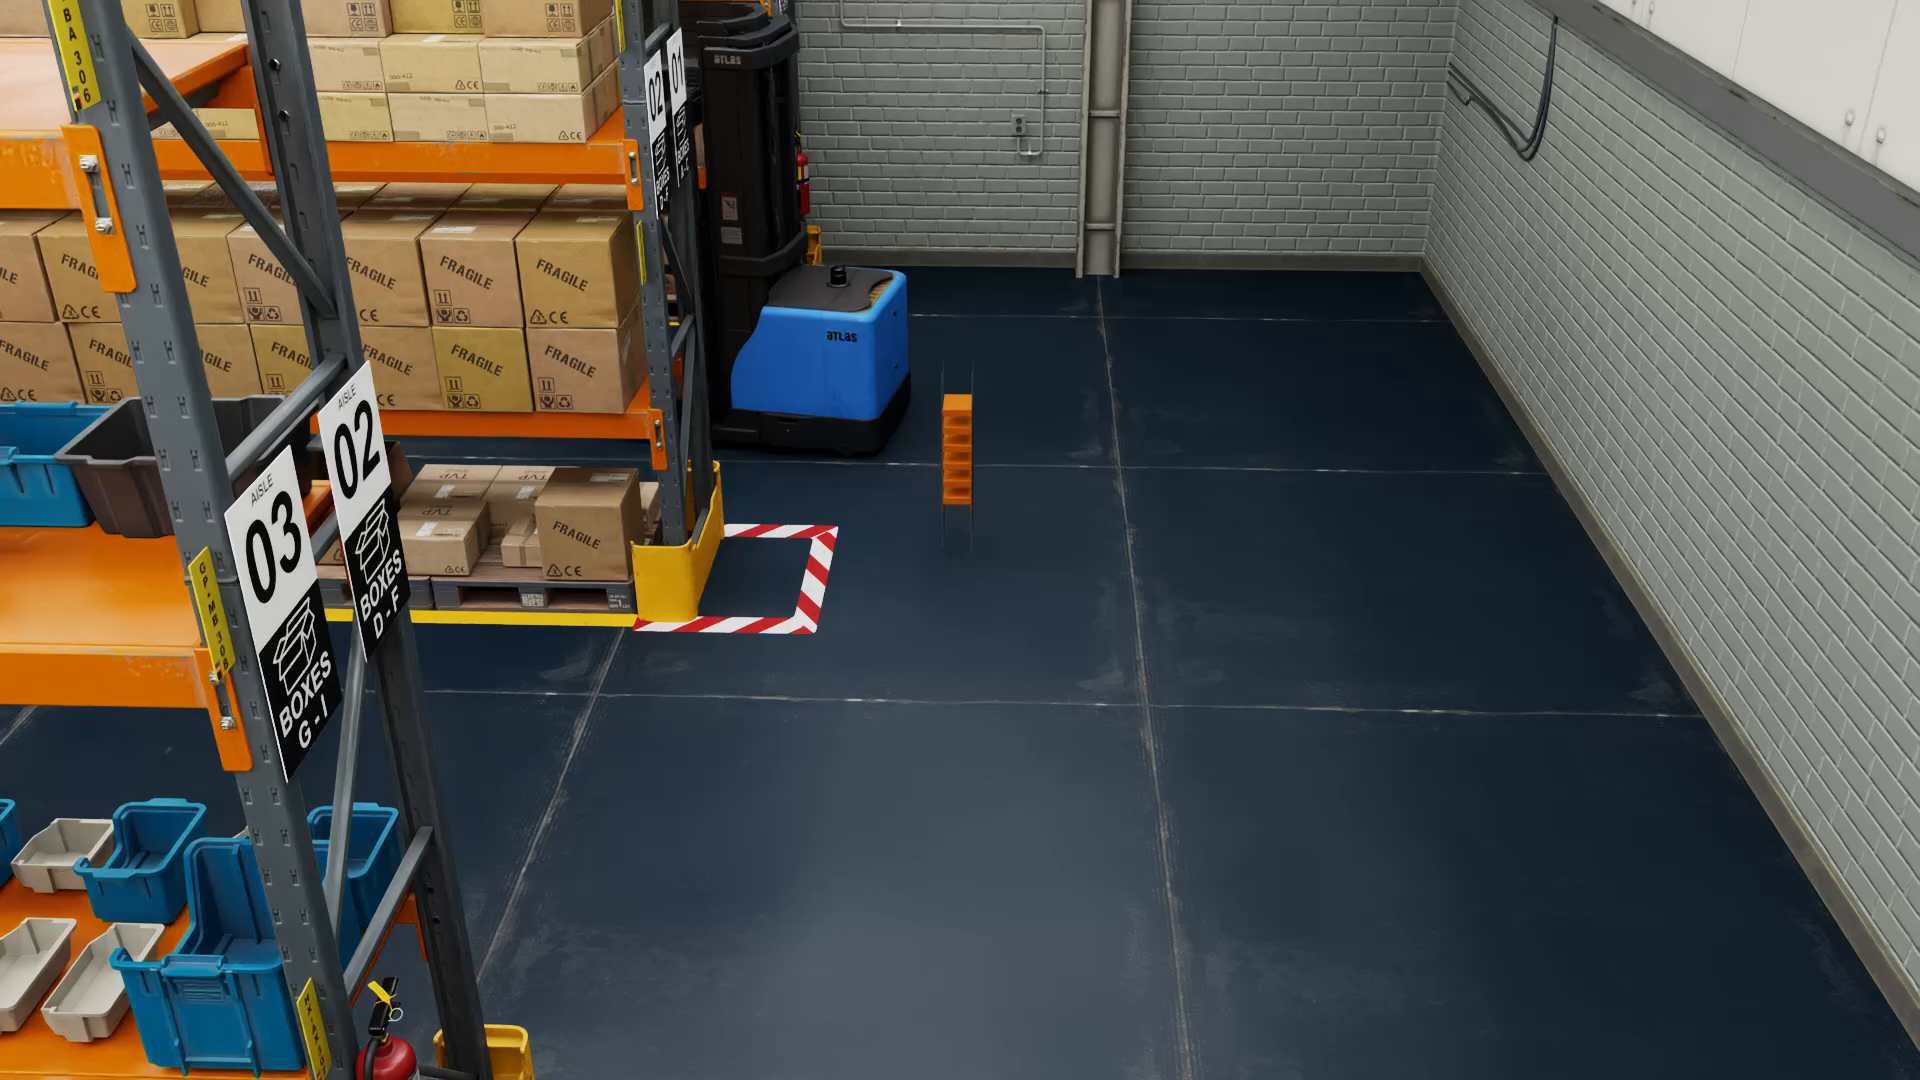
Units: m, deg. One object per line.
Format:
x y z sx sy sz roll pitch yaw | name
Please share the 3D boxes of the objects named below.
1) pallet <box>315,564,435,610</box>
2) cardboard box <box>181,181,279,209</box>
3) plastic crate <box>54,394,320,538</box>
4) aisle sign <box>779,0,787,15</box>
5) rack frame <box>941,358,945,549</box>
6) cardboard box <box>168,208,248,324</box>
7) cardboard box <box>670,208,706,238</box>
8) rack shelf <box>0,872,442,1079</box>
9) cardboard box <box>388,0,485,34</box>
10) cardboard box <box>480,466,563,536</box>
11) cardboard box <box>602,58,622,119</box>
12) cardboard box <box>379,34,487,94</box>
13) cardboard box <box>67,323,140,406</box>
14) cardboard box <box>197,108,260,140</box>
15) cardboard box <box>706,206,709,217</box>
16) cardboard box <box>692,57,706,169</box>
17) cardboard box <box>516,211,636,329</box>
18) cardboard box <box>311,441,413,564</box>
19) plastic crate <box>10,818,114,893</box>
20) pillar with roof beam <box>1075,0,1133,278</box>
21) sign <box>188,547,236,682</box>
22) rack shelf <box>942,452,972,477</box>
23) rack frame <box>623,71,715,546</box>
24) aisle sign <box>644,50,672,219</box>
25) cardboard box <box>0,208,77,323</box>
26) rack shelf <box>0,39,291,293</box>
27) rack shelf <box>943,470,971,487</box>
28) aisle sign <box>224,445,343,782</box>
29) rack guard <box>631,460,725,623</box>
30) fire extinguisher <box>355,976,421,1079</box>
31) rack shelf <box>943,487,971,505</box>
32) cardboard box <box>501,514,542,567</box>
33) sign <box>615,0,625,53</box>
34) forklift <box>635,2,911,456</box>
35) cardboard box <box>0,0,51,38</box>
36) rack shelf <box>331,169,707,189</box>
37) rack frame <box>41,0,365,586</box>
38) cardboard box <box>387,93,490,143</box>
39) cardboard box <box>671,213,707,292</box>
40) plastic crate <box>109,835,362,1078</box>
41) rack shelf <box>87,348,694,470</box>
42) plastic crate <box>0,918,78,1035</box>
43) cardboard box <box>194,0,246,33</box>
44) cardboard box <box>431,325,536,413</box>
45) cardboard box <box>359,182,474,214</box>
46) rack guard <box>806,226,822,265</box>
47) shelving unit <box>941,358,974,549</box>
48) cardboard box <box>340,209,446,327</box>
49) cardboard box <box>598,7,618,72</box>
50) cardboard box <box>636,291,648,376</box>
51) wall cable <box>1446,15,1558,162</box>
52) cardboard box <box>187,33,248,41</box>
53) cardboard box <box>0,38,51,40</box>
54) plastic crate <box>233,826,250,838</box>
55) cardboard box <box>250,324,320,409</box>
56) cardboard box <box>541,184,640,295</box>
-3.722 0.082 10.296 1.213 0.211 1.003 1 28 2 | pallet
-4.101 -1.764 9.627 0.500 0.500 0.500 1 28 2 | cardboard box
-2.187 -0.201 4.789 0.590 0.269 0.497 1 28 2 | plastic crate
-1.401 -4.441 13.074 0.004 0.787 0.394 1 28 2 | aisle sign
-0.106 -0.532 10.398 0.006 1.200 0.240 1 28 2 | rack frame
-4.140 -1.511 9.148 0.500 0.500 0.500 0 28 0 | cardboard box
-2.300 -2.683 14.062 0.250 0.149 0.380 1 28 1 | cardboard box
-3.811 1.488 5.433 4.000 0.370 1.077 1 28 2 | rack shelf
-2.644 -2.975 8.708 0.500 0.500 0.700 1 28 2 | cardboard box
-2.666 -0.245 10.400 0.500 0.250 0.500 1 28 2 | cardboard box
-2.138 -2.502 9.149 0.500 0.250 0.500 1 28 2 | cardboard box
-2.655 -2.492 8.598 0.500 0.250 0.500 1 28 2 | cardboard box
-4.619 -1.082 9.408 0.500 0.500 0.500 1 28 3 | cardboard box
-3.655 -2.290 8.751 0.500 0.250 0.500 1 28 2 | cardboard box
-2.033 -2.858 14.392 0.250 0.149 0.380 1 28 2 | cardboard box
-1.972 -3.570 13.887 0.700 0.700 0.980 2 28 4 | cardboard box
-2.088 -1.480 9.090 0.500 0.500 0.500 1 28 1 | cardboard box
-3.753 -0.244 10.128 0.637 0.503 0.797 1 28 2 | cardboard box
-3.042 1.080 5.653 0.298 0.136 0.250 1 28 2 | plastic crate
1.115 -4.430 9.424 0.400 9.000 9.100 1 28 2 | pillar with roof beam
-1.815 0.182 4.038 0.005 0.325 0.100 1 28 2 | sign
-0.014 -0.491 10.416 0.180 0.103 0.258 1 28 2 | rack shelf
-1.633 -1.115 9.576 0.127 3.000 1.000 1 28 2 | rack frame
-1.576 -2.119 8.695 0.004 0.787 0.394 1 28 2 | aisle sign
-5.170 -1.528 9.180 0.500 0.500 0.500 2 28 3 | cardboard box
-3.811 -0.986 4.122 4.000 0.370 1.077 1 28 2 | rack shelf
-0.014 -0.385 10.472 0.180 0.103 0.258 1 28 2 | rack shelf
-1.750 0.193 4.333 0.004 0.787 0.394 1 28 2 | aisle sign
-1.709 -0.012 10.164 0.348 0.500 1.175 1 28 2 | rack guard
-1.677 1.618 4.902 0.183 0.674 0.296 1 28 2 | fire extinguisher
-0.014 -0.279 10.528 0.180 0.103 0.258 1 28 2 | rack shelf
-2.587 0.000 10.028 0.250 0.166 0.380 1 28 2 | cardboard box
-1.673 -2.572 8.177 0.005 0.325 0.100 1 28 2 | sign
-1.944 -2.233 11.758 3.031 2.935 1.130 6 29 11 | forklift
-4.649 -2.928 8.618 0.500 0.500 0.700 1 28 2 | cardboard box
-3.461 -3.149 14.181 4.000 0.370 1.077 1 28 2 | rack shelf
-1.812 -1.447 3.797 0.127 3.000 1.000 1 28 2 | rack frame
-2.655 -2.273 8.717 0.500 0.250 0.500 1 28 2 | cardboard box
-2.165 -2.480 14.371 0.500 0.500 0.700 1 28 2 | cardboard box
-2.153 1.243 5.026 0.499 0.435 0.616 1 28 2 | plastic crate
-3.632 -0.830 9.807 4.000 0.370 1.077 1 28 2 | rack shelf
-2.922 1.353 5.138 0.243 0.136 0.396 1 28 2 | plastic crate
-3.644 -2.985 8.727 0.500 0.500 0.700 1 28 2 | cardboard box
-2.609 -1.046 9.339 0.500 0.500 0.500 1 28 2 | cardboard box
-3.090 -1.747 9.595 0.500 0.500 0.500 1 28 3 | cardboard box
-1.438 -2.329 14.535 0.348 0.500 1.175 1 28 2 | rack guard
-0.014 -0.530 10.395 0.189 1.200 0.258 1 28 2 | shelving unit
-3.111 -1.494 9.117 0.500 0.500 0.500 2 28 3 | cardboard box
-2.137 -2.725 9.037 0.500 0.250 0.500 1 28 2 | cardboard box
-2.067 -1.290 9.799 0.500 0.500 0.500 2 28 3 | cardboard box
4.178 -4.452 12.781 0.112 2.526 3.097 1 28 2 | wall cable
-3.655 -2.507 8.627 0.500 0.250 0.500 1 28 2 | cardboard box
-4.654 -2.529 8.668 0.500 0.250 0.500 1 28 2 | cardboard box
-2.365 1.091 5.632 0.298 0.136 0.250 1 28 2 | plastic crate
-3.611 -1.065 9.376 0.500 0.500 0.500 1 28 1 | cardboard box
-2.067 -1.732 9.565 0.500 0.500 0.500 2 28 3 | cardboard box
